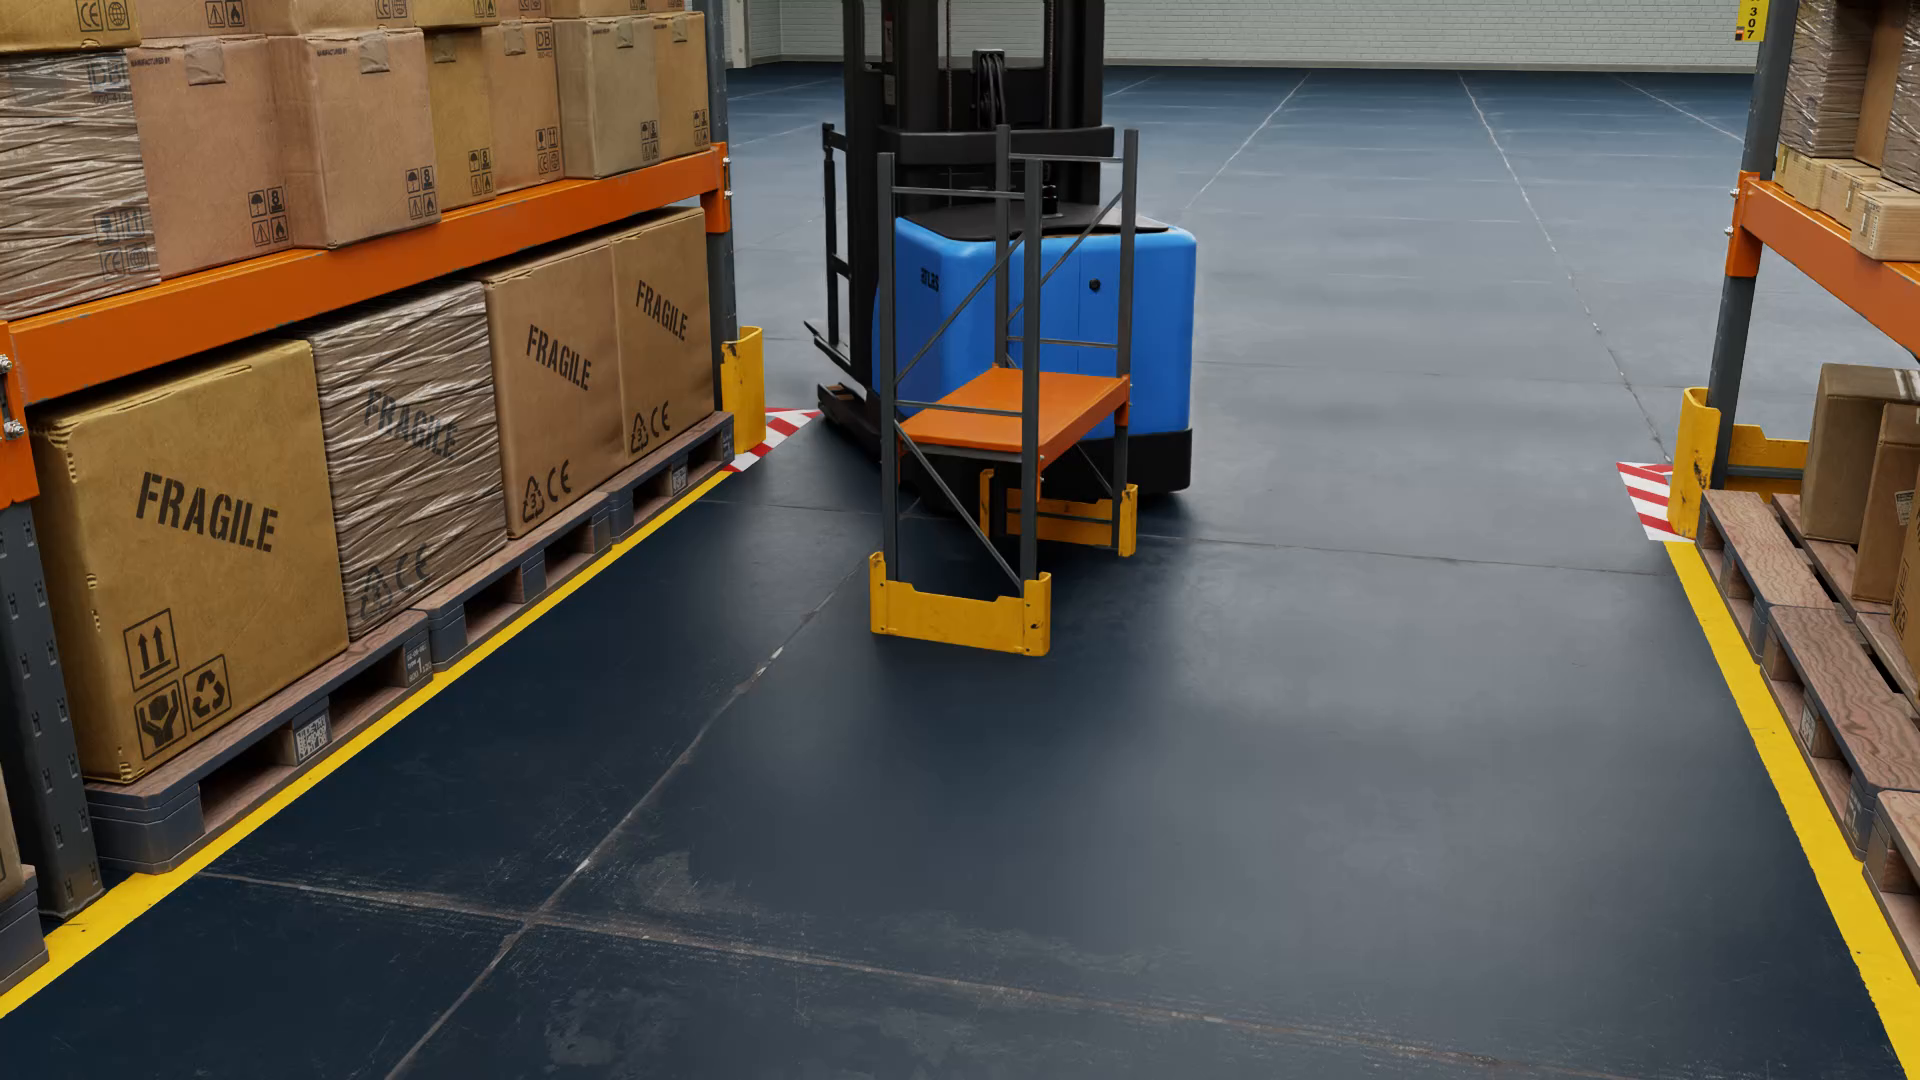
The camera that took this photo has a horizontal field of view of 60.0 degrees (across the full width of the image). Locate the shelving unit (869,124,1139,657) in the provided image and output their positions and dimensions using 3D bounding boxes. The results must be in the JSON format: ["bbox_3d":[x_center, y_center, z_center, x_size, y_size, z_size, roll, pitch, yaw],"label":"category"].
[{"bbox_3d":[0.176,-0.543,5.457,0.587,1.500,1.083,7,20,20],"label":"shelving unit"}]

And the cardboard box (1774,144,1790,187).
[{"bbox_3d":[3.005,-1.268,5.648,0.380,0.149,0.250,5,19,13],"label":"cardboard box"}]

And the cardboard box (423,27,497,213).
[{"bbox_3d":[-1.987,-1.323,5.188,0.875,0.550,0.500,5,19,13],"label":"cardboard box"}]

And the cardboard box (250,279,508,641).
[{"bbox_3d":[-2.018,-0.295,5.048,0.875,0.875,0.875,5,19,14],"label":"cardboard box"}]

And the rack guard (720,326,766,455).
[{"bbox_3d":[-1.473,-0.706,7.480,1.175,0.500,0.348,5,19,13],"label":"rack guard"}]

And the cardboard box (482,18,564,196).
[{"bbox_3d":[-1.897,-1.492,5.684,0.875,0.550,0.550,5,19,13],"label":"cardboard box"}]

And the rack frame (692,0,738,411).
[{"bbox_3d":[-1.479,-1.881,7.054,1.000,3.000,0.127,5,19,13],"label":"rack frame"}]

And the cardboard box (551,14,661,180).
[{"bbox_3d":[-1.639,-1.658,6.169,0.875,0.550,0.550,5,19,13],"label":"cardboard box"}]

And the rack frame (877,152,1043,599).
[{"bbox_3d":[-0.004,-0.392,5.016,0.500,1.500,0.032,7,20,20],"label":"rack frame"}]

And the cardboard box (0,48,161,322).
[{"bbox_3d":[-2.378,-0.815,3.700,0.875,0.550,0.550,5,19,13],"label":"cardboard box"}]

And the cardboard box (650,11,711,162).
[{"bbox_3d":[-1.526,-1.832,6.679,0.875,0.550,0.550,5,19,13],"label":"cardboard box"}]

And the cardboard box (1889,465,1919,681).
[{"bbox_3d":[2.853,0.106,4.455,0.500,0.500,0.500,7,20,18],"label":"cardboard box"}]

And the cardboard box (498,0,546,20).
[{"bbox_3d":[-1.921,-2.005,5.515,0.875,0.550,0.550,5,19,13],"label":"cardboard box"}]

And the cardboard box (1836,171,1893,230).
[{"bbox_3d":[2.741,-0.956,4.736,0.380,0.149,0.250,5,19,13],"label":"cardboard box"}]

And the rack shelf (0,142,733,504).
[{"bbox_3d":[-1.968,-0.914,5.335,1.077,0.370,4.000,5,19,13],"label":"rack shelf"}]

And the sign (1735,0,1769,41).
[{"bbox_3d":[2.780,-1.910,5.800,0.100,0.325,0.005,5,19,13],"label":"sign"}]

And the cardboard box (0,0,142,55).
[{"bbox_3d":[-2.333,-1.322,3.515,0.875,0.550,0.550,5,19,13],"label":"cardboard box"}]

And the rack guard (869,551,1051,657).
[{"bbox_3d":[-0.003,0.199,5.219,0.587,0.250,0.087,7,20,20],"label":"rack guard"}]

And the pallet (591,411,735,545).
[{"bbox_3d":[-1.598,-0.305,6.753,1.003,0.211,1.213,5,19,13],"label":"pallet"}]

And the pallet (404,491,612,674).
[{"bbox_3d":[-1.898,0.077,5.637,1.003,0.211,1.213,5,19,13],"label":"pallet"}]

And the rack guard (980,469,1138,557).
[{"bbox_3d":[0.356,-0.102,6.098,0.587,0.250,0.087,7,20,20],"label":"rack guard"}]

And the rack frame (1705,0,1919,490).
[{"bbox_3d":[3.306,-1.458,5.814,1.000,3.000,0.127,5,19,13],"label":"rack frame"}]

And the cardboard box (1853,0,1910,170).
[{"bbox_3d":[3.139,-1.309,4.765,0.875,0.500,0.500,5,19,13],"label":"cardboard box"}]

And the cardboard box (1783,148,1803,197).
[{"bbox_3d":[2.926,-1.191,5.423,0.380,0.149,0.250,5,19,13],"label":"cardboard box"}]

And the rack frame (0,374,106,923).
[{"bbox_3d":[-2.456,-0.627,3.383,1.000,3.000,0.127,5,19,13],"label":"rack frame"}]

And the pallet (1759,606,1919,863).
[{"bbox_3d":[2.755,0.519,4.342,1.003,0.211,1.213,5,19,13],"label":"pallet"}]

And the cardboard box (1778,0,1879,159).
[{"bbox_3d":[3.145,-1.475,5.252,0.875,0.500,0.500,5,19,13],"label":"cardboard box"}]

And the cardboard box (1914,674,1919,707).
[{"bbox_3d":[2.673,0.277,3.953,0.500,0.500,0.500,3,19,9],"label":"cardboard box"}]

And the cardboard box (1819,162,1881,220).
[{"bbox_3d":[2.809,-1.034,4.963,0.380,0.149,0.250,5,19,13],"label":"cardboard box"}]

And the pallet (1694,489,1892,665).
[{"bbox_3d":[3.055,0.138,5.458,1.003,0.211,1.213,5,19,13],"label":"pallet"}]

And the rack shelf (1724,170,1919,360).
[{"bbox_3d":[2.817,-0.490,4.095,1.077,0.370,4.000,5,19,13],"label":"rack shelf"}]

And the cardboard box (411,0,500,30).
[{"bbox_3d":[-1.924,-1.829,4.999,0.875,0.550,0.500,5,19,13],"label":"cardboard box"}]

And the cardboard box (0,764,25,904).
[{"bbox_3d":[-2.521,0.440,3.089,1.050,0.750,0.750,5,19,13],"label":"cardboard box"}]

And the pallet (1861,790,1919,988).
[{"bbox_3d":[2.459,0.902,3.219,1.003,0.211,1.213,5,19,13],"label":"pallet"}]

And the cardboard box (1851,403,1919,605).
[{"bbox_3d":[3.024,-0.089,5.025,0.500,0.500,0.500,10,21,28],"label":"cardboard box"}]

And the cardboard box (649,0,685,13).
[{"bbox_3d":[-1.607,-2.350,6.523,0.875,0.550,0.550,5,19,13],"label":"cardboard box"}]

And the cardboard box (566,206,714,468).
[{"bbox_3d":[-1.580,-0.856,6.692,0.875,0.875,0.875,5,19,14],"label":"cardboard box"}]

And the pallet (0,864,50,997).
[{"bbox_3d":[-2.572,0.940,3.108,1.003,0.211,1.213,5,19,13],"label":"pallet"}]

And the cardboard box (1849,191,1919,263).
[{"bbox_3d":[2.545,-0.806,4.294,0.380,0.149,0.250,5,19,13],"label":"cardboard box"}]

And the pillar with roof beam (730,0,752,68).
[{"bbox_3d":[-0.657,-14.386,34.383,9.100,9.000,0.400,5,19,13],"label":"pillar with roof beam"}]

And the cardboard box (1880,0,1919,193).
[{"bbox_3d":[2.975,-1.156,4.316,0.875,0.500,0.500,5,19,13],"label":"cardboard box"}]

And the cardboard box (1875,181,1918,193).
[{"bbox_3d":[2.706,-0.876,4.500,0.380,0.149,0.250,5,19,13],"label":"cardboard box"}]

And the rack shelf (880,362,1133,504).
[{"bbox_3d":[0.180,-0.375,5.523,0.538,0.185,1.000,7,20,20],"label":"rack shelf"}]

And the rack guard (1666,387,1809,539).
[{"bbox_3d":[3.288,-0.251,6.149,1.175,0.500,0.348,5,19,13],"label":"rack guard"}]

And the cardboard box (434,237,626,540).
[{"bbox_3d":[-1.793,-0.581,5.884,0.875,0.875,0.875,4,19,13],"label":"cardboard box"}]

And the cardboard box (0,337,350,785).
[{"bbox_3d":[-2.235,-0.012,4.220,0.875,0.875,0.875,5,19,14],"label":"cardboard box"}]

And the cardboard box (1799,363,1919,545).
[{"bbox_3d":[3.137,-0.279,5.581,0.500,0.500,0.500,9,21,23],"label":"cardboard box"}]

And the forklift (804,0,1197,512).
[{"bbox_3d":[-0.034,-1.931,7.308,1.130,2.935,3.031,-6,20,-17],"label":"forklift"}]

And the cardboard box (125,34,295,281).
[{"bbox_3d":[-2.265,-0.989,4.210,0.875,0.550,0.550,5,19,13],"label":"cardboard box"}]

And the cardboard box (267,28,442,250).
[{"bbox_3d":[-2.019,-1.149,4.679,0.875,0.550,0.550,5,19,13],"label":"cardboard box"}]

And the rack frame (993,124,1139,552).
[{"bbox_3d":[0.363,-0.699,5.913,0.500,1.500,0.032,7,20,20],"label":"rack frame"}]

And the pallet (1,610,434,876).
[{"bbox_3d":[-2.194,0.460,4.514,1.003,0.211,1.213,5,19,13],"label":"pallet"}]

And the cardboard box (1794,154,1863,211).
[{"bbox_3d":[2.850,-1.114,5.198,0.380,0.149,0.250,5,19,13],"label":"cardboard box"}]

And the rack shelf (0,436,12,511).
[{"bbox_3d":[-2.945,0.340,1.664,1.077,0.370,4.000,5,19,13],"label":"rack shelf"}]

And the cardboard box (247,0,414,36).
[{"bbox_3d":[-2.046,-1.662,4.510,0.875,0.550,0.550,5,19,13],"label":"cardboard box"}]

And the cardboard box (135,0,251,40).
[{"bbox_3d":[-2.311,-1.504,4.047,0.875,0.550,0.550,5,19,13],"label":"cardboard box"}]

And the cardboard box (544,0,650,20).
[{"bbox_3d":[-1.652,-2.170,5.997,0.875,0.550,0.550,5,19,13],"label":"cardboard box"}]
